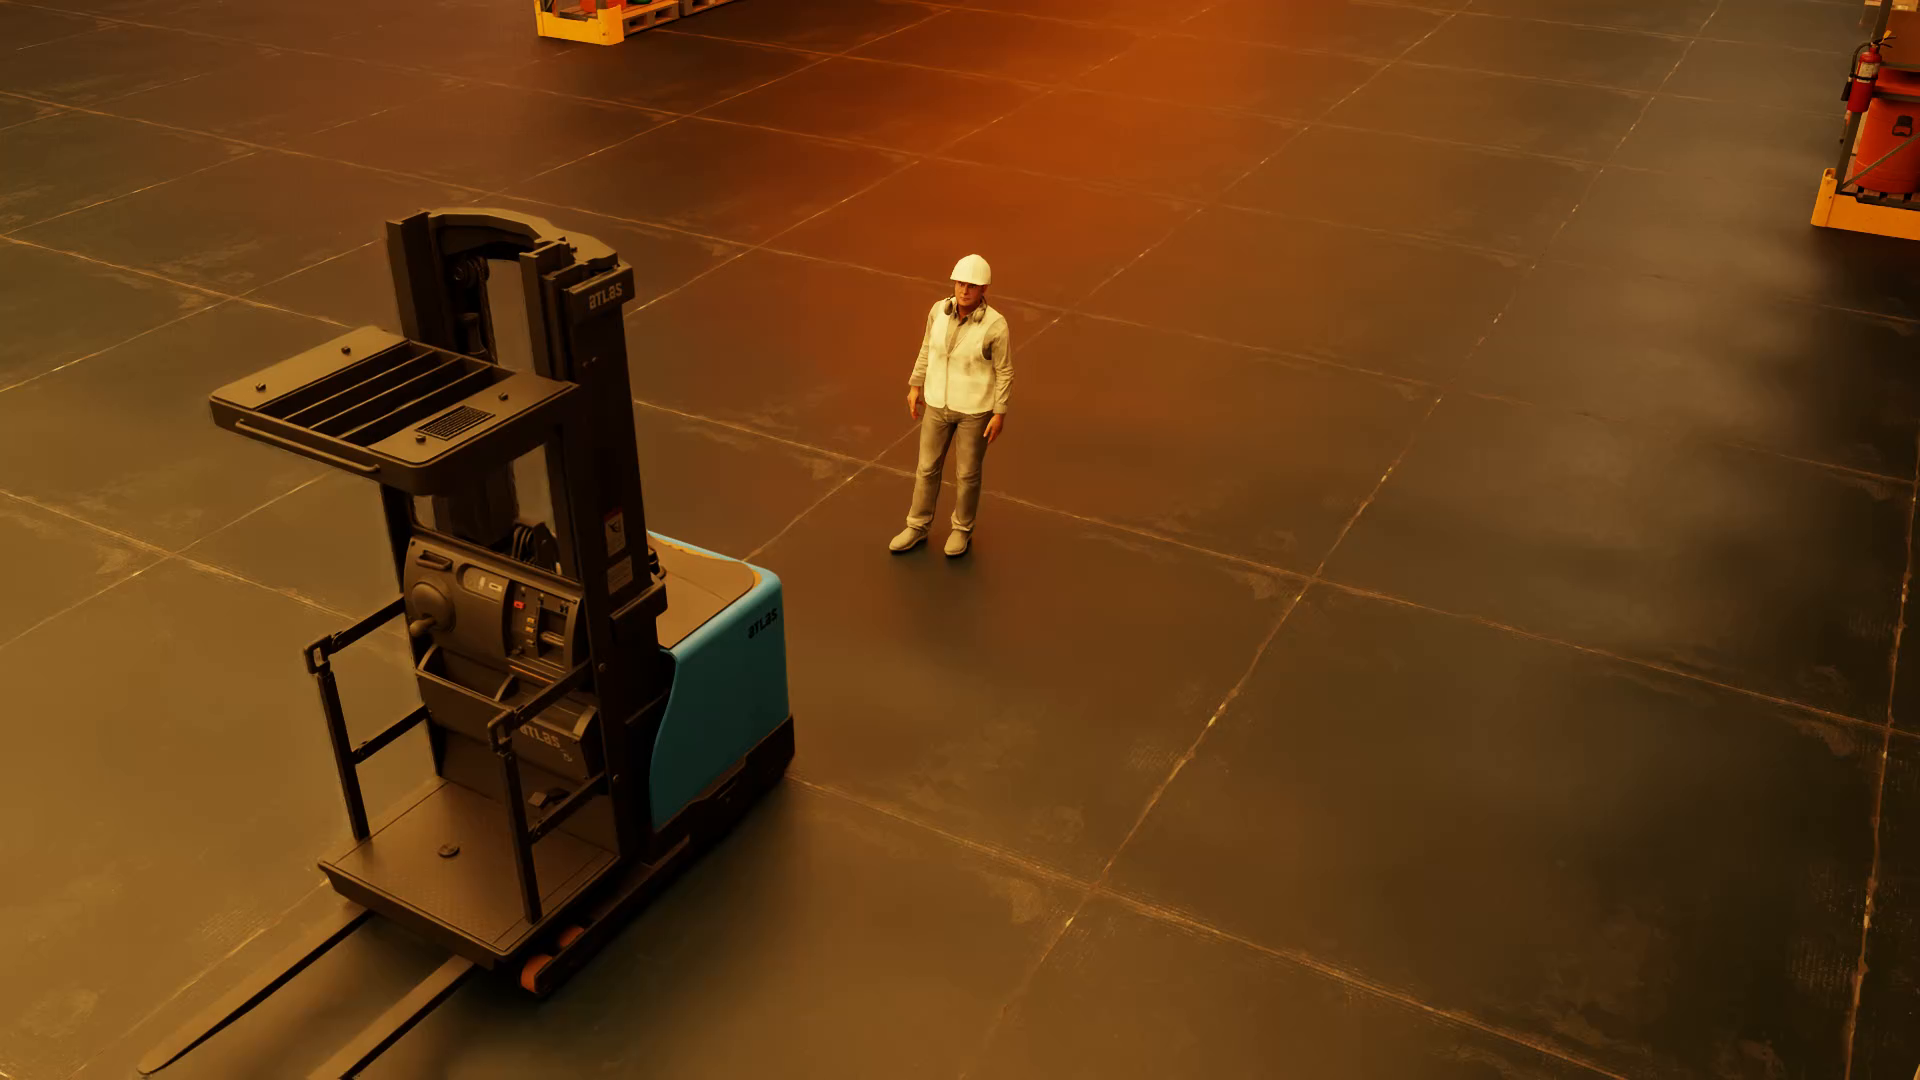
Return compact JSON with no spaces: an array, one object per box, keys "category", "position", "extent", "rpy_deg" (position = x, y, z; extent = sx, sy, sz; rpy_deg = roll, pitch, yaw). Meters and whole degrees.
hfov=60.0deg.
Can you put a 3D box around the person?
[{"category":"person","position":[-0.037,-0.749,9.511],"extent":[0.634,1.775,0.566],"rpy_deg":[15,33,25]}]

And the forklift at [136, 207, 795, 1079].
[{"category":"forklift","position":[-1.990,0.320,6.516],"extent":[1.130,2.935,3.031],"rpy_deg":[17,34,26]}]
